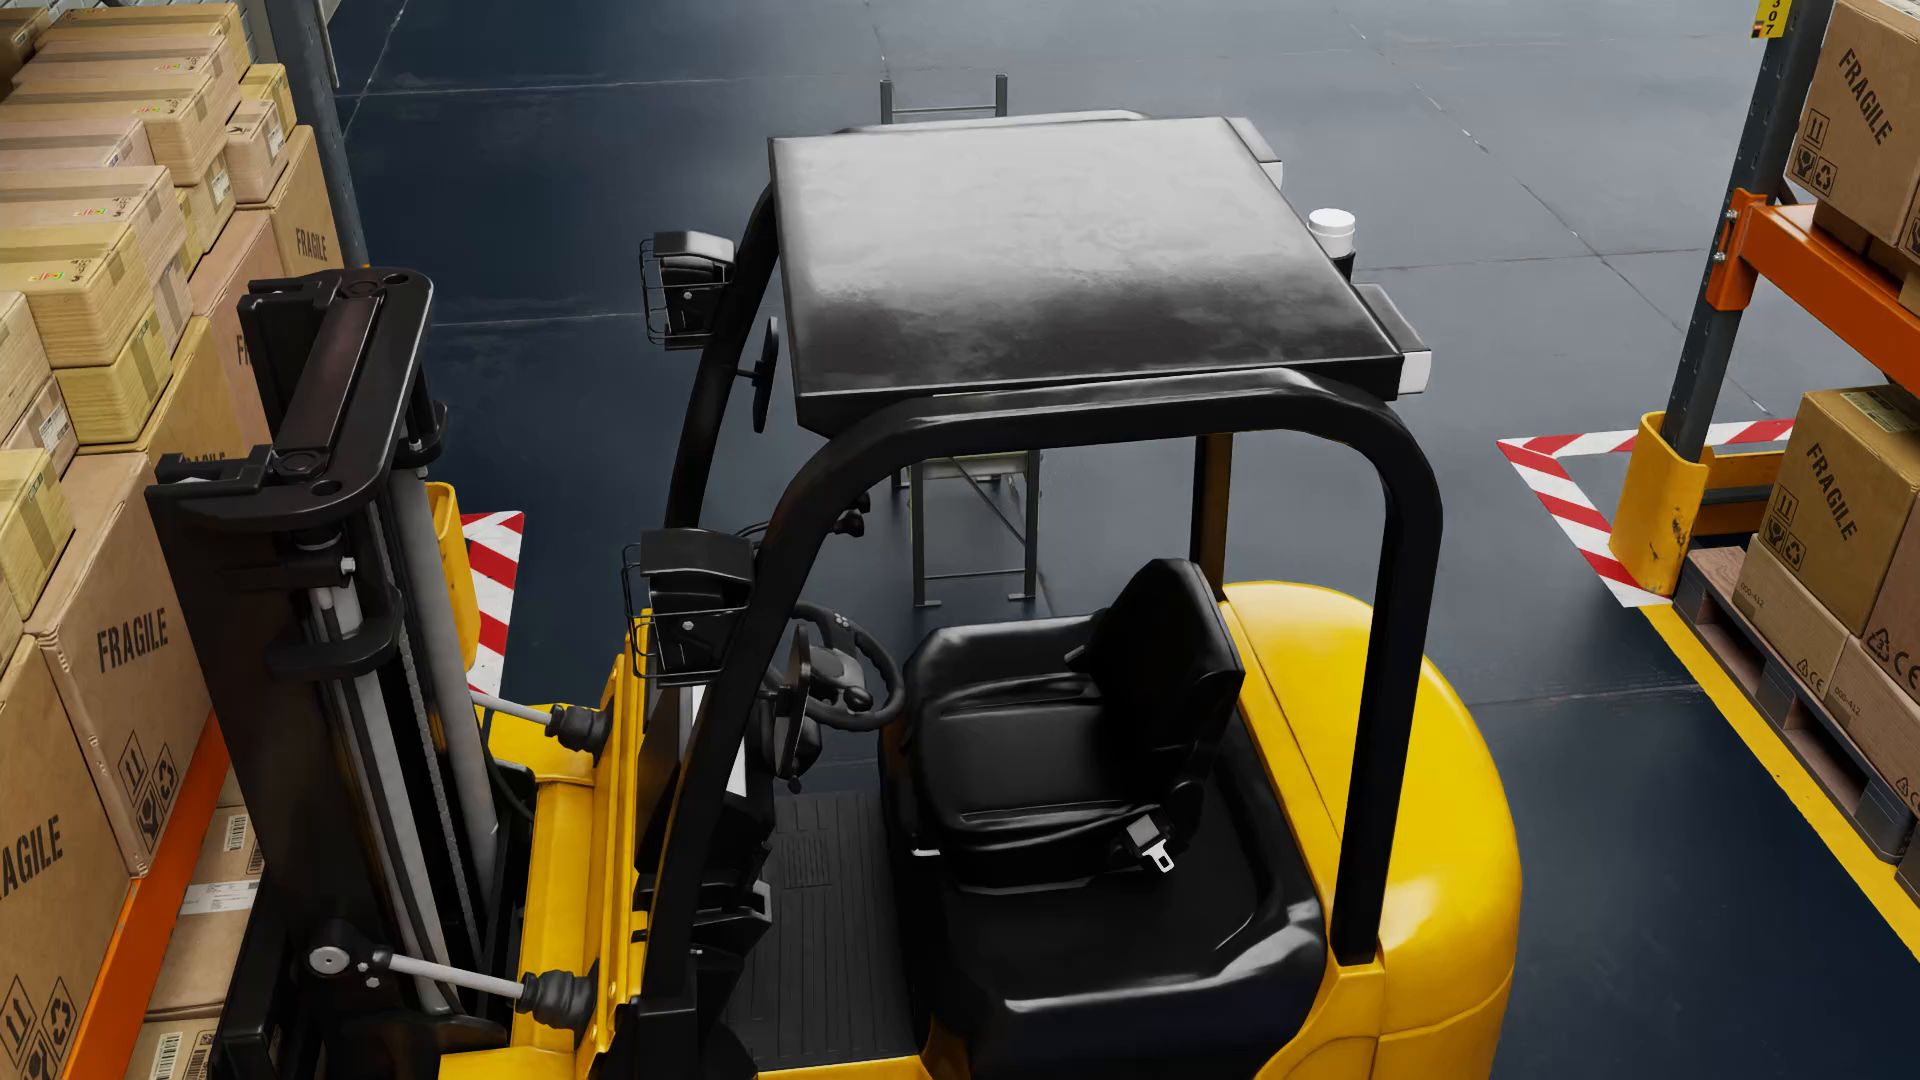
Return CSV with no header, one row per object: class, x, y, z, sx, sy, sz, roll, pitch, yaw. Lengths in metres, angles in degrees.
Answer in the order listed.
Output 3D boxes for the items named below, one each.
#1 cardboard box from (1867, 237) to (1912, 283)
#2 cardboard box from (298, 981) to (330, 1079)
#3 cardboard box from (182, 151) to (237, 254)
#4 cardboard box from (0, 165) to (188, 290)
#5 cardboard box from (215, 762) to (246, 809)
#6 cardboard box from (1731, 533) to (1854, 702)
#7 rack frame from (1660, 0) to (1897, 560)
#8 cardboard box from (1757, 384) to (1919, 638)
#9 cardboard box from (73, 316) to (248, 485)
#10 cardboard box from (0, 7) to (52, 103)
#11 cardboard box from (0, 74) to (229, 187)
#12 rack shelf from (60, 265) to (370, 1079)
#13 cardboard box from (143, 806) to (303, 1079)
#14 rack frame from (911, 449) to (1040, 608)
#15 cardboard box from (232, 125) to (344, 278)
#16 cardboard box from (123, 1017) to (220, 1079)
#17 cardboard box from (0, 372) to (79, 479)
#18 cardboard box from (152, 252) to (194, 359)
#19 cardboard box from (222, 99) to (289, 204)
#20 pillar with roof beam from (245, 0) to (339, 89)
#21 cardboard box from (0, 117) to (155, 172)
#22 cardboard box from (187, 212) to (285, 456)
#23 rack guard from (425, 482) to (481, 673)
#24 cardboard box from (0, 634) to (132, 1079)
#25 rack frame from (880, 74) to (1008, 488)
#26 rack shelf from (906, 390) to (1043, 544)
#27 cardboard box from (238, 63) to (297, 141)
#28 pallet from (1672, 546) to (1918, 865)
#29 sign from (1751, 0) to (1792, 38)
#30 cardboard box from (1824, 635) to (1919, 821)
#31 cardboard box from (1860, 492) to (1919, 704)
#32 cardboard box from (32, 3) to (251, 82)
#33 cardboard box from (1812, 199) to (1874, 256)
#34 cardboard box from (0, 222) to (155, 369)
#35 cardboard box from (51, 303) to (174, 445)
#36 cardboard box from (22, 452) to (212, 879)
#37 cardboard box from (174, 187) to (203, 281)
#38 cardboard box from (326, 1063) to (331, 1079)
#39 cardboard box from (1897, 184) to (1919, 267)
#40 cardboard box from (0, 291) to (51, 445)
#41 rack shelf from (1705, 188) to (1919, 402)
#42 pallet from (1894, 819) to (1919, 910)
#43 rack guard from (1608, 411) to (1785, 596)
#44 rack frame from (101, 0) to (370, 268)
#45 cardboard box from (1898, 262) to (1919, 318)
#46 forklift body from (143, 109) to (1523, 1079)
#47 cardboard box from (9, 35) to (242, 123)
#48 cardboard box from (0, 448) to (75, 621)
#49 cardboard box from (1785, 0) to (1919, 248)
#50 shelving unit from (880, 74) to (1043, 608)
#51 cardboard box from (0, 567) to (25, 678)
cardboard box,2.701,-0.785,4.461,0.380,0.149,0.250,-4,34,-6
cardboard box,-1.520,0.995,3.251,0.500,0.250,0.500,-4,35,-7
cardboard box,-1.744,-0.703,3.454,0.380,0.149,0.250,-4,34,-5
cardboard box,-1.618,-0.544,2.955,0.380,0.149,0.250,-4,34,-5
cardboard box,-1.583,0.492,3.545,0.500,0.250,0.500,-4,34,-6
cardboard box,2.646,0.200,4.862,0.500,0.250,0.500,-5,35,-7
rack frame,2.812,-1.234,4.897,1.000,3.000,0.127,-4,35,-6
cardboard box,2.650,-0.097,4.631,0.500,0.500,0.500,-5,35,-8
cardboard box,-1.650,-0.066,3.095,0.500,0.500,0.500,-5,35,-7
cardboard box,-2.273,-1.085,3.749,0.380,0.149,0.250,-5,35,-7
cardboard box,-1.723,-0.825,3.368,0.380,0.149,0.250,-4,34,-5
rack shelf,-1.837,0.557,2.907,1.077,0.370,4.000,-4,35,-6
cardboard box,-1.522,0.776,3.129,0.500,0.250,0.500,-5,35,-7
rack frame,0.048,-0.419,5.033,0.400,1.500,0.023,-4,35,-6
cardboard box,-1.780,-0.643,3.940,0.500,0.500,0.500,-5,35,-7
cardboard box,-1.459,1.069,2.698,0.500,0.250,0.500,-3,34,-5
cardboard box,-1.641,-0.133,2.617,0.380,0.149,0.250,-5,35,-7
cardboard box,-1.639,-0.419,3.036,0.380,0.149,0.250,-5,35,-8
cardboard box,-1.718,-0.853,3.673,0.380,0.149,0.250,-4,34,-6
pillar with roof beam,0.553,-6.552,7.374,9.100,9.000,0.400,-4,35,-6
cardboard box,-1.763,-0.681,3.156,0.380,0.149,0.250,-4,34,-6
cardboard box,-1.719,-0.352,3.515,0.500,0.500,0.500,-3,34,-5
rack guard,-2.109,0.164,5.066,1.175,0.500,0.348,-4,35,-6
cardboard box,-1.525,0.496,2.270,0.500,0.500,0.500,-5,35,-7
rack frame,-0.050,-0.828,5.633,0.400,1.500,0.023,-4,35,-6
rack shelf,-0.001,-0.354,5.517,0.431,0.370,0.720,-4,35,-6
cardboard box,-1.782,-0.993,3.879,0.380,0.149,0.250,-4,34,-6
pallet,2.896,0.417,4.951,1.003,0.211,1.213,-4,35,-6
sign,2.274,-1.551,4.593,0.100,0.325,0.005,-4,35,-6
cardboard box,2.708,0.485,4.443,0.500,0.250,0.500,-3,34,-5
cardboard box,2.725,0.195,4.204,0.500,0.500,0.500,-6,35,-8
cardboard box,-1.849,-1.104,3.778,0.380,0.149,0.250,-4,35,-6
cardboard box,2.653,-0.925,4.667,0.380,0.149,0.250,-4,35,-6
cardboard box,-1.578,-0.400,2.744,0.380,0.149,0.250,-4,34,-5
cardboard box,-1.585,-0.279,2.831,0.380,0.149,0.250,-4,34,-6
cardboard box,-1.571,0.213,2.685,0.500,0.500,0.500,-4,34,-6
cardboard box,-1.722,-0.564,3.249,0.380,0.149,0.250,-5,35,-7
cardboard box,-1.522,1.191,3.407,0.500,0.250,0.500,-3,34,-5
cardboard box,2.674,-0.824,3.943,0.500,0.500,0.500,-3,34,-5
cardboard box,-1.637,-0.249,2.523,0.380,0.149,0.250,-4,34,-6
rack shelf,3.081,0.179,3.462,1.077,0.370,4.000,-4,35,-6
pallet,3.057,1.096,3.954,1.003,0.211,1.213,-4,35,-6
rack guard,2.822,-0.159,5.539,1.175,0.500,0.348,-4,35,-6
rack frame,-2.106,-0.856,4.342,1.000,3.000,0.127,-4,35,-6
cardboard box,2.656,-0.631,4.235,0.380,0.149,0.250,-5,35,-8
forklift body,-0.043,0.415,3.231,2.313,2.155,1.214,-4,35,-6
cardboard box,-1.785,-0.969,3.579,0.380,0.149,0.250,-4,35,-6
cardboard box,-1.539,0.005,2.415,0.380,0.149,0.250,-5,35,-7
cardboard box,2.601,-1.113,4.366,0.500,0.500,0.500,-5,35,-7
shelving unit,-0.001,-0.623,5.333,0.431,1.500,0.755,-4,35,-6
cardboard box,-1.494,0.153,2.198,0.380,0.149,0.250,-5,35,-8
